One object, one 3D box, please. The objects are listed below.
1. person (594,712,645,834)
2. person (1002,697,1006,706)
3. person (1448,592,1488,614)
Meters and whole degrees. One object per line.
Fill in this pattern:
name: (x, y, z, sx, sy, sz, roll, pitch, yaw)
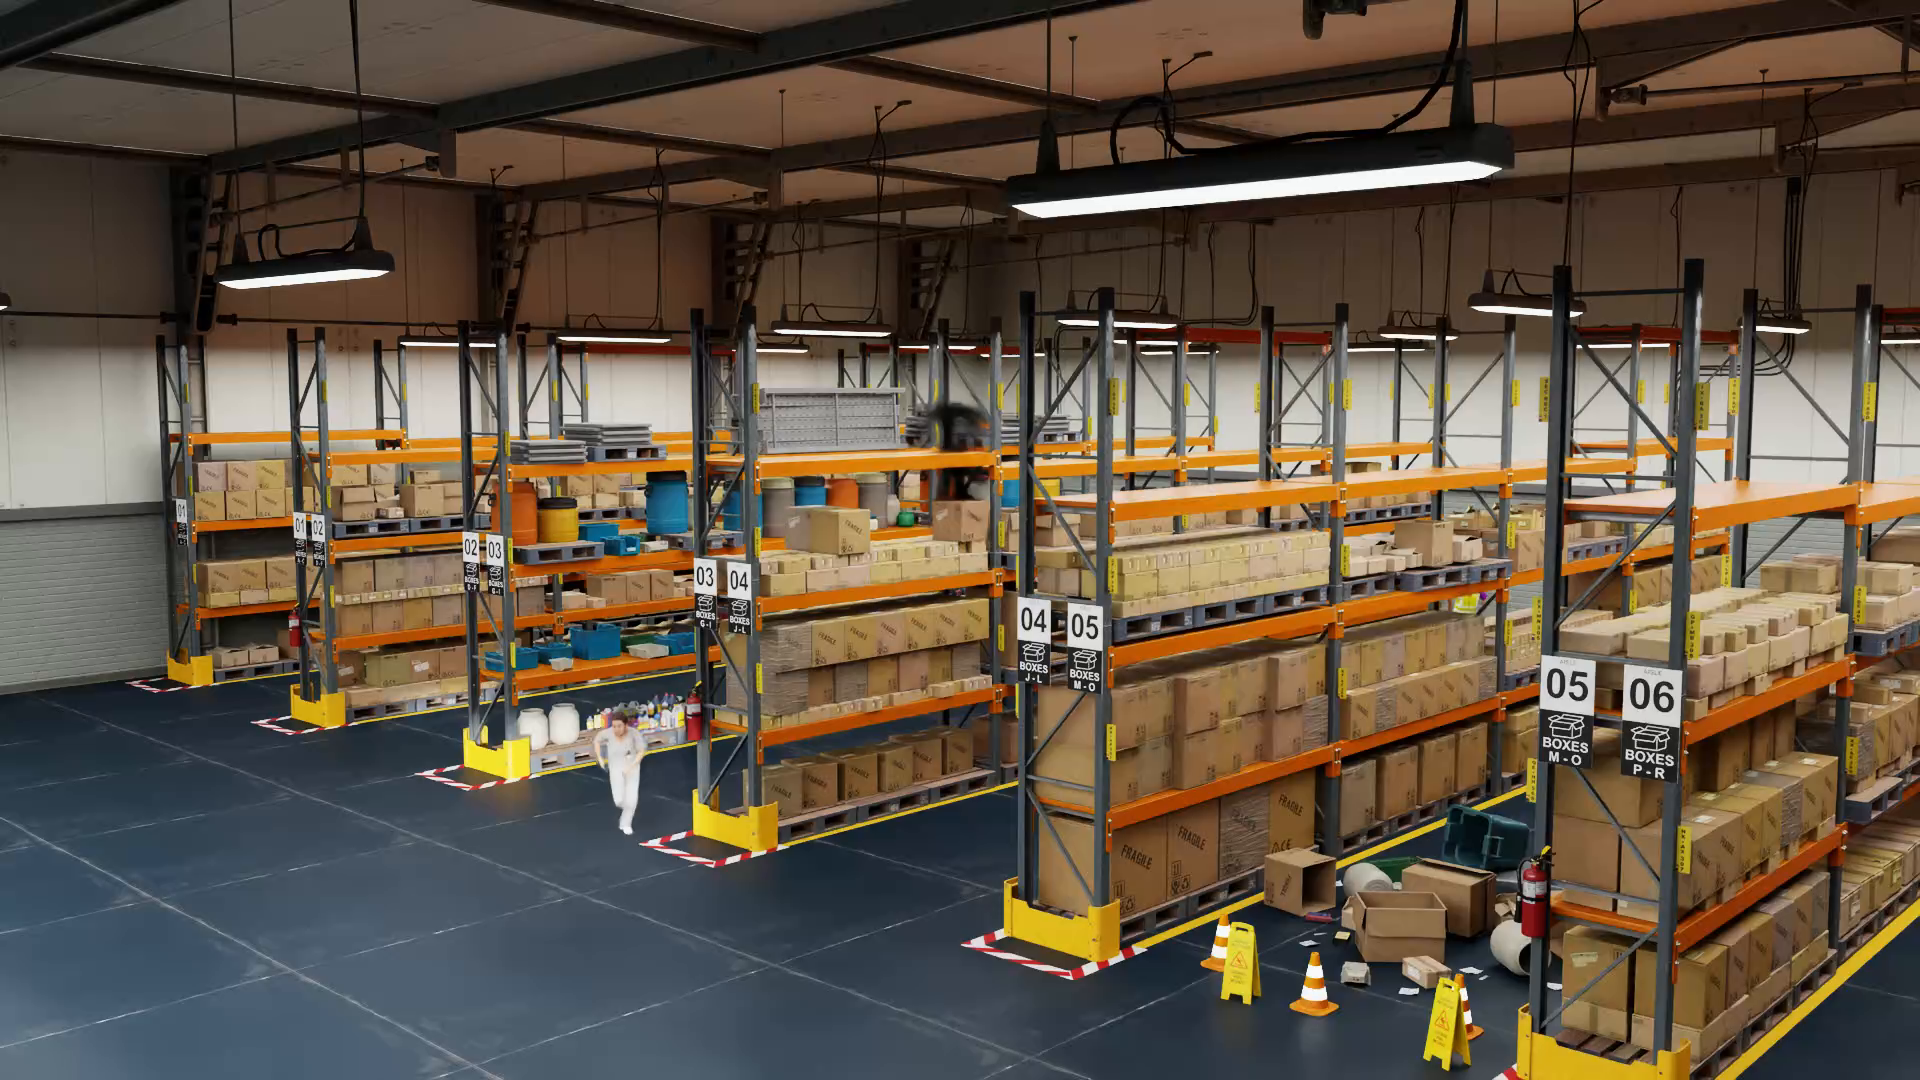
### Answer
person: (-3.894, 2.649, 19.056, 0.579, 1.487, 0.799, 0, 5, -5)
person: (0.459, 1.948, 26.542, 0.658, 1.439, 0.989, 2, 6, 23)
person: (9.424, 1.357, 30.862, 0.676, 1.711, 0.993, 0, 5, -1)
